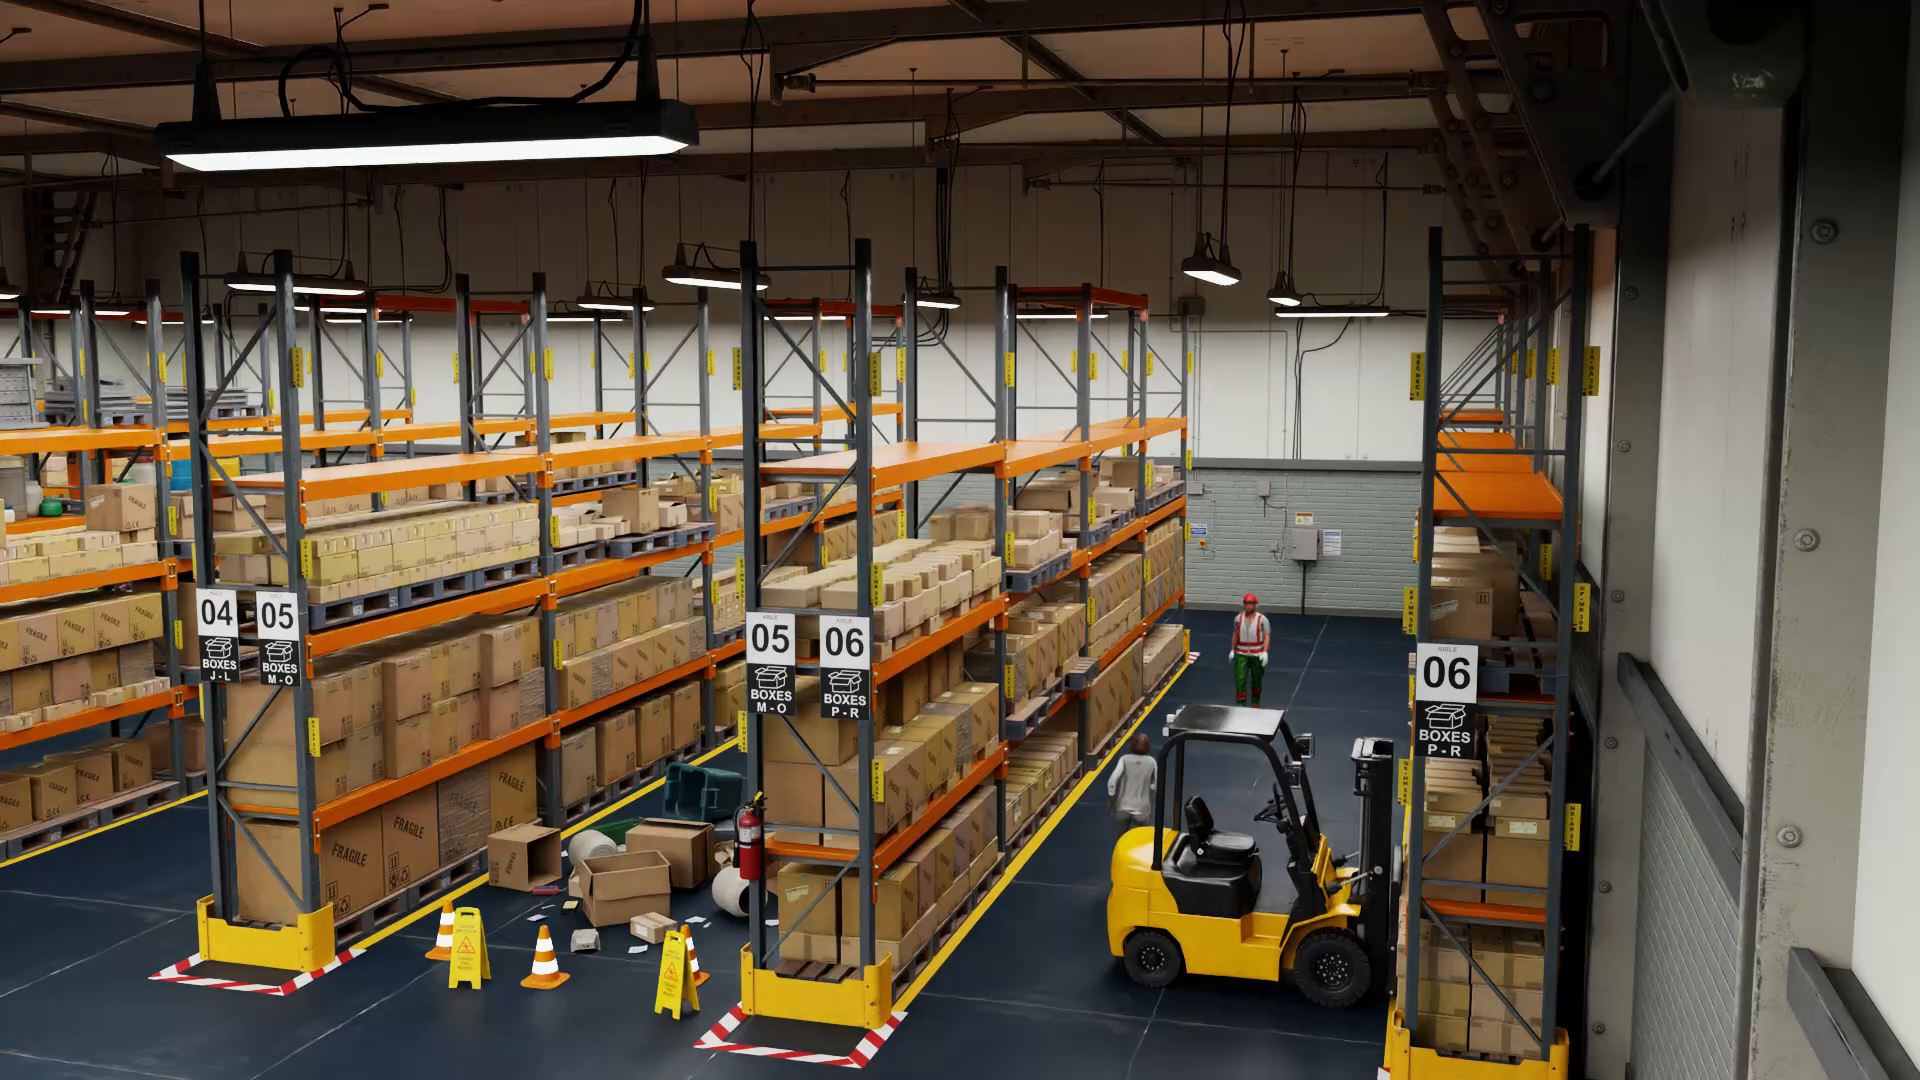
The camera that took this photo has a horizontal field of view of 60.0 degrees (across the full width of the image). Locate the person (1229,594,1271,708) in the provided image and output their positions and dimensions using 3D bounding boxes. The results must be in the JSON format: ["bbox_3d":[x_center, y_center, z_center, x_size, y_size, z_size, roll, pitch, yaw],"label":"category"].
[{"bbox_3d":[4.105,1.629,23.665,0.608,1.724,1.034,2,7,17],"label":"person"}]

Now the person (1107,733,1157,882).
[{"bbox_3d":[1.692,2.624,16.158,0.507,1.502,0.749,2,7,19],"label":"person"}]
